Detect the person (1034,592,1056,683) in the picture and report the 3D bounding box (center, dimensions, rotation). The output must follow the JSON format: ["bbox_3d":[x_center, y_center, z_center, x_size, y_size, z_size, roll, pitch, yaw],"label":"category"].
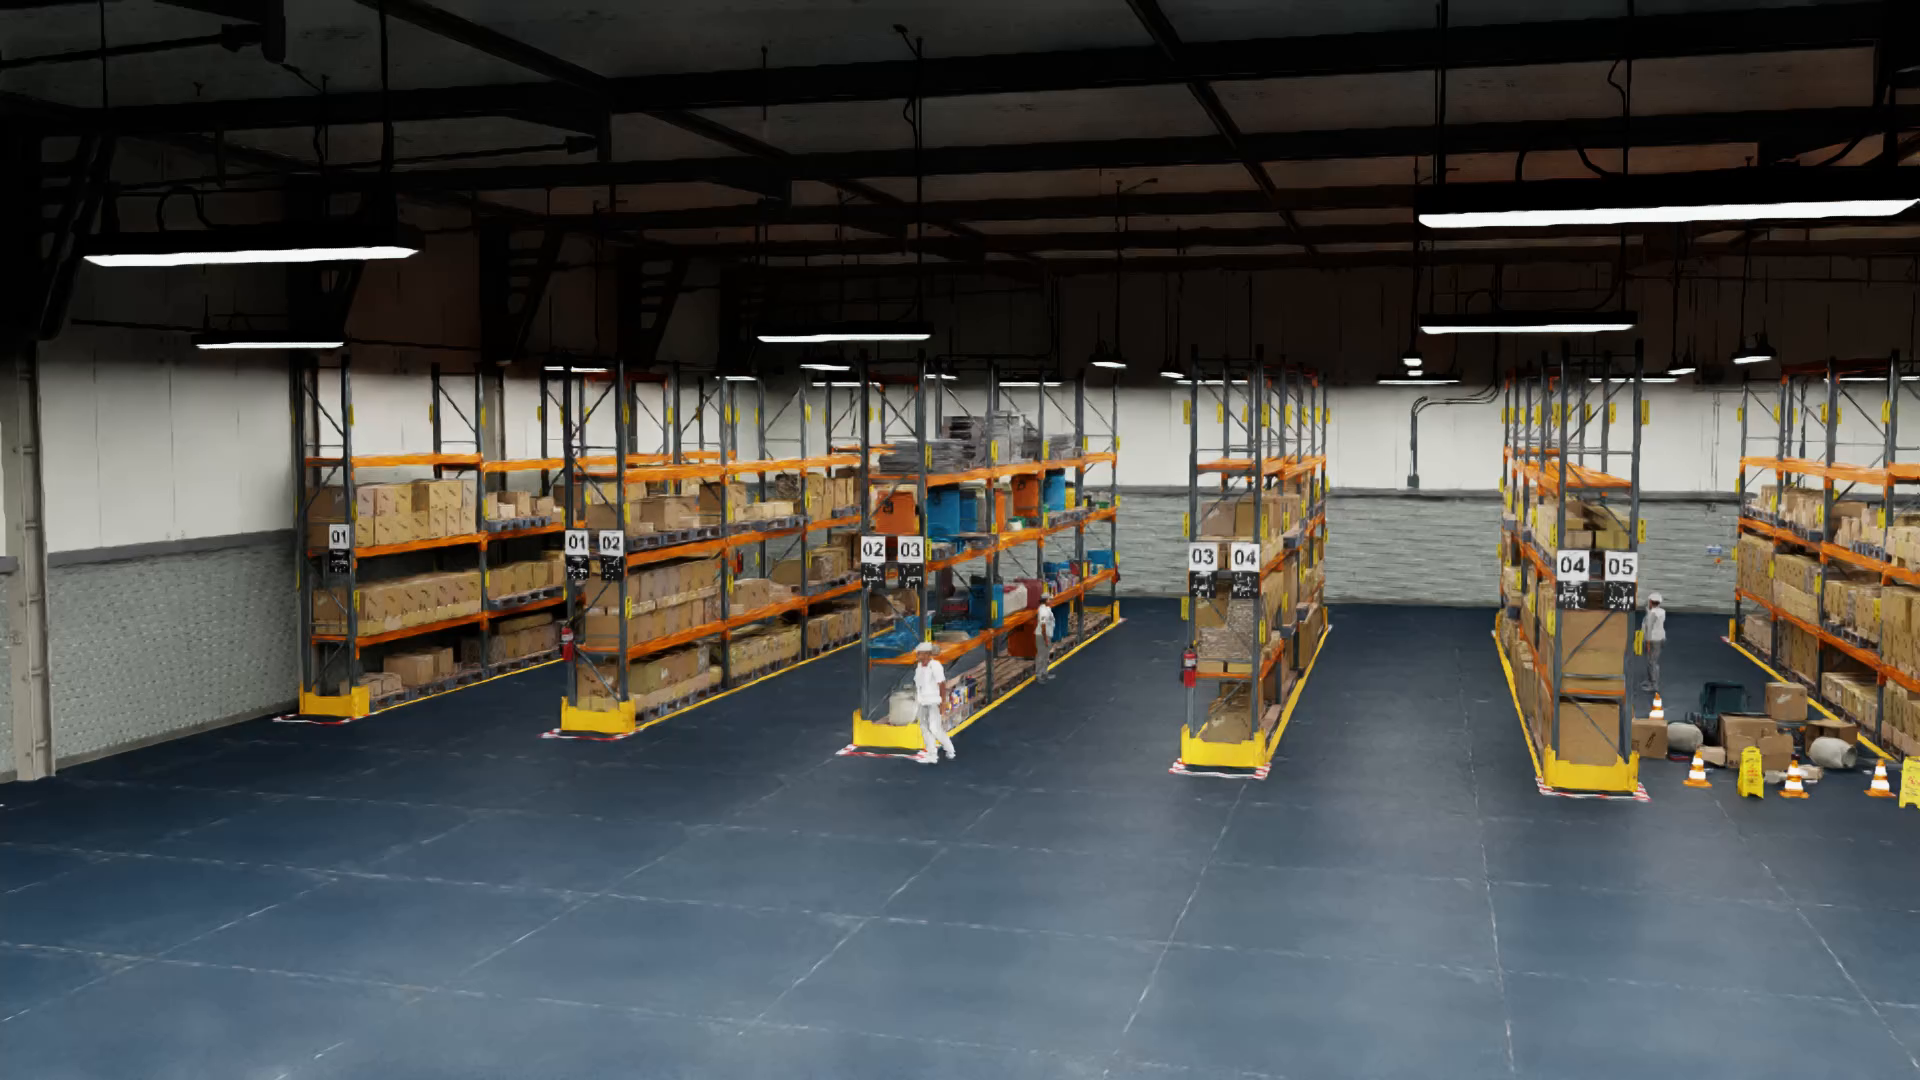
[{"bbox_3d":[1.589,1.812,31.273,0.393,1.674,0.635,1,4,8],"label":"person"}]

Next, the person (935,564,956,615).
[{"bbox_3d":[-0.314,1.082,40.297,0.530,1.779,0.677,2,5,22],"label":"person"}]

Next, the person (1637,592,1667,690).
[{"bbox_3d":[12.604,1.831,30.333,0.578,1.775,0.494,-4,6,-44],"label":"person"}]

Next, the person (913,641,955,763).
[{"bbox_3d":[-0.380,2.333,24.009,0.577,1.756,0.613,-3,5,-38],"label":"person"}]
